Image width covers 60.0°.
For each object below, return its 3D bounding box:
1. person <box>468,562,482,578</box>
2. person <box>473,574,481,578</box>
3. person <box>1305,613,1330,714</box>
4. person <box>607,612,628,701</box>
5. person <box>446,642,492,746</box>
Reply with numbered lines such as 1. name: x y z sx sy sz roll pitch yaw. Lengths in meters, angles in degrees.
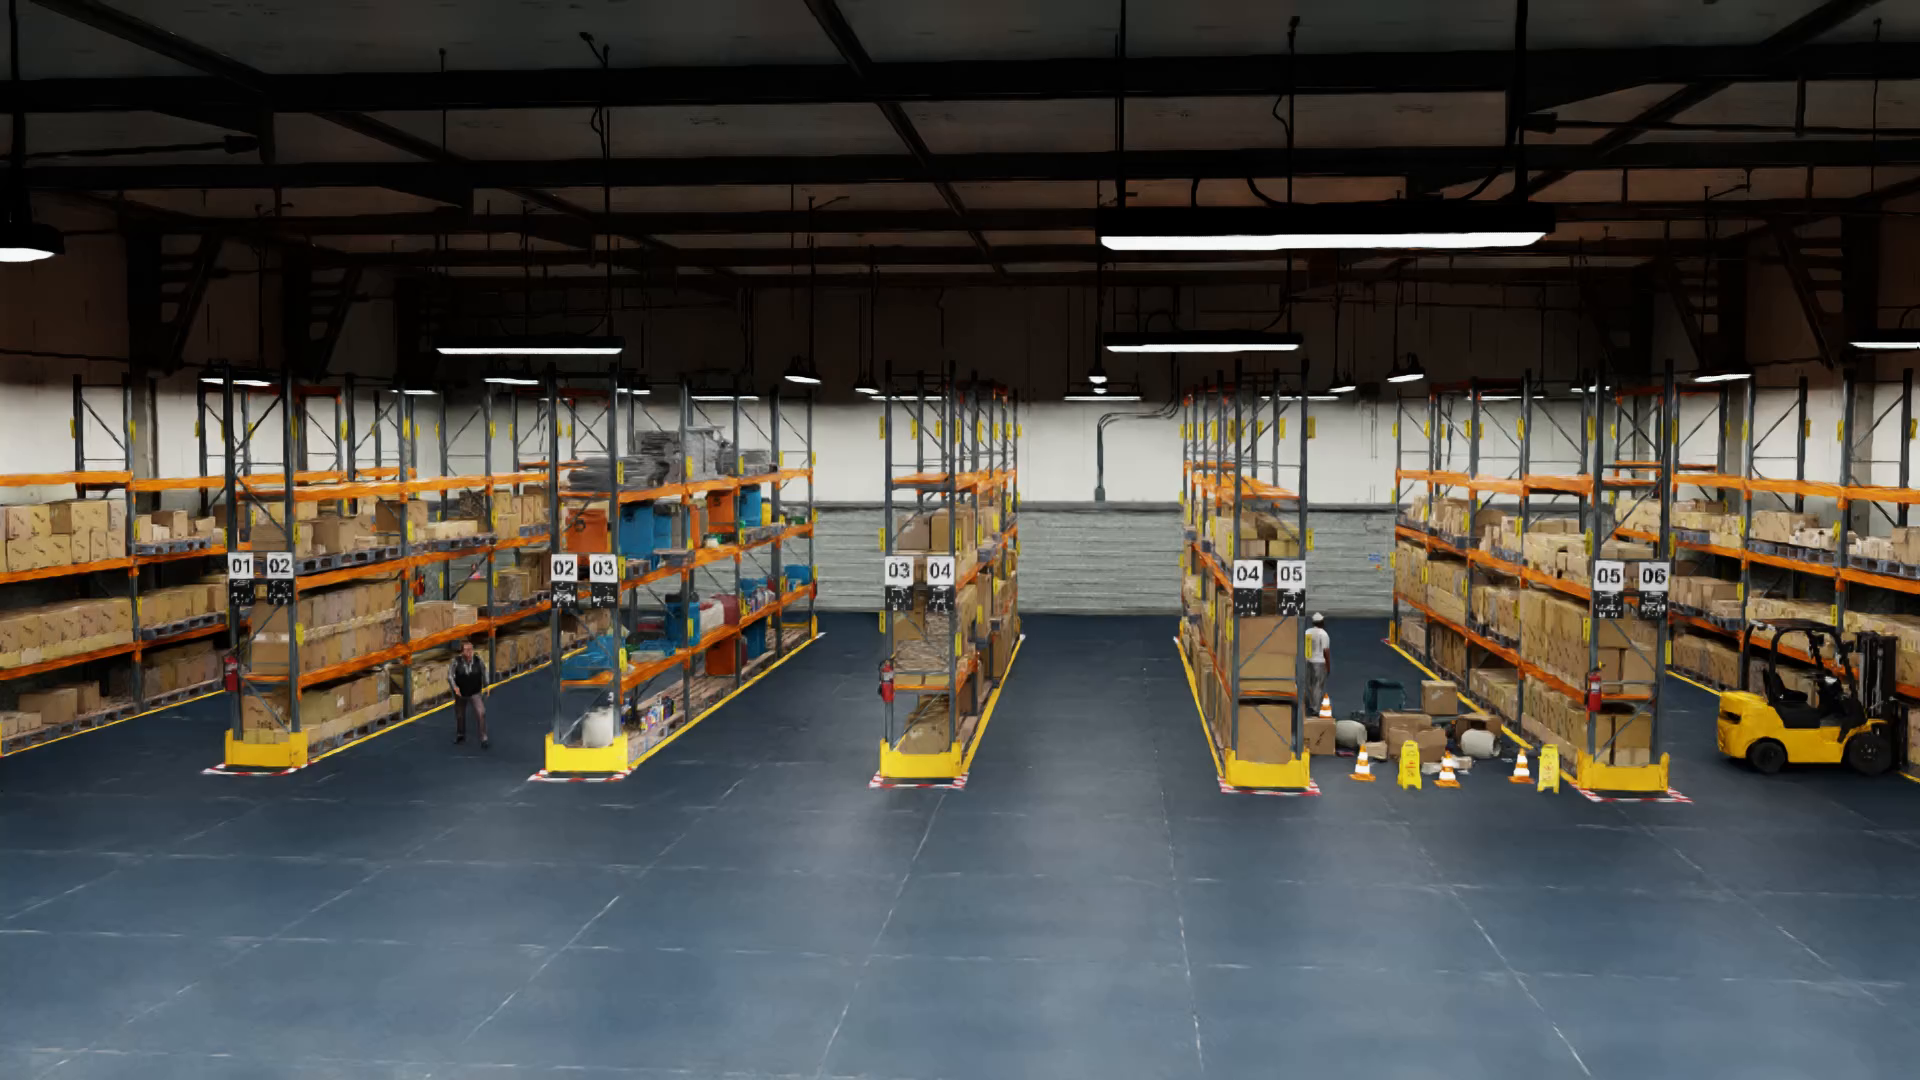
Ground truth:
1. person: -12.764 1.343 43.791 0.411 1.534 0.956 0 4 -4
2. person: -11.030 1.627 38.129 0.553 1.709 1.123 0 4 7
3. person: 6.374 2.164 29.468 0.452 1.768 0.632 -2 4 -25
4. person: -6.382 2.126 30.804 0.569 1.668 0.559 3 5 34
5. person: -7.790 2.521 26.381 0.667 1.479 0.810 -1 4 -13
